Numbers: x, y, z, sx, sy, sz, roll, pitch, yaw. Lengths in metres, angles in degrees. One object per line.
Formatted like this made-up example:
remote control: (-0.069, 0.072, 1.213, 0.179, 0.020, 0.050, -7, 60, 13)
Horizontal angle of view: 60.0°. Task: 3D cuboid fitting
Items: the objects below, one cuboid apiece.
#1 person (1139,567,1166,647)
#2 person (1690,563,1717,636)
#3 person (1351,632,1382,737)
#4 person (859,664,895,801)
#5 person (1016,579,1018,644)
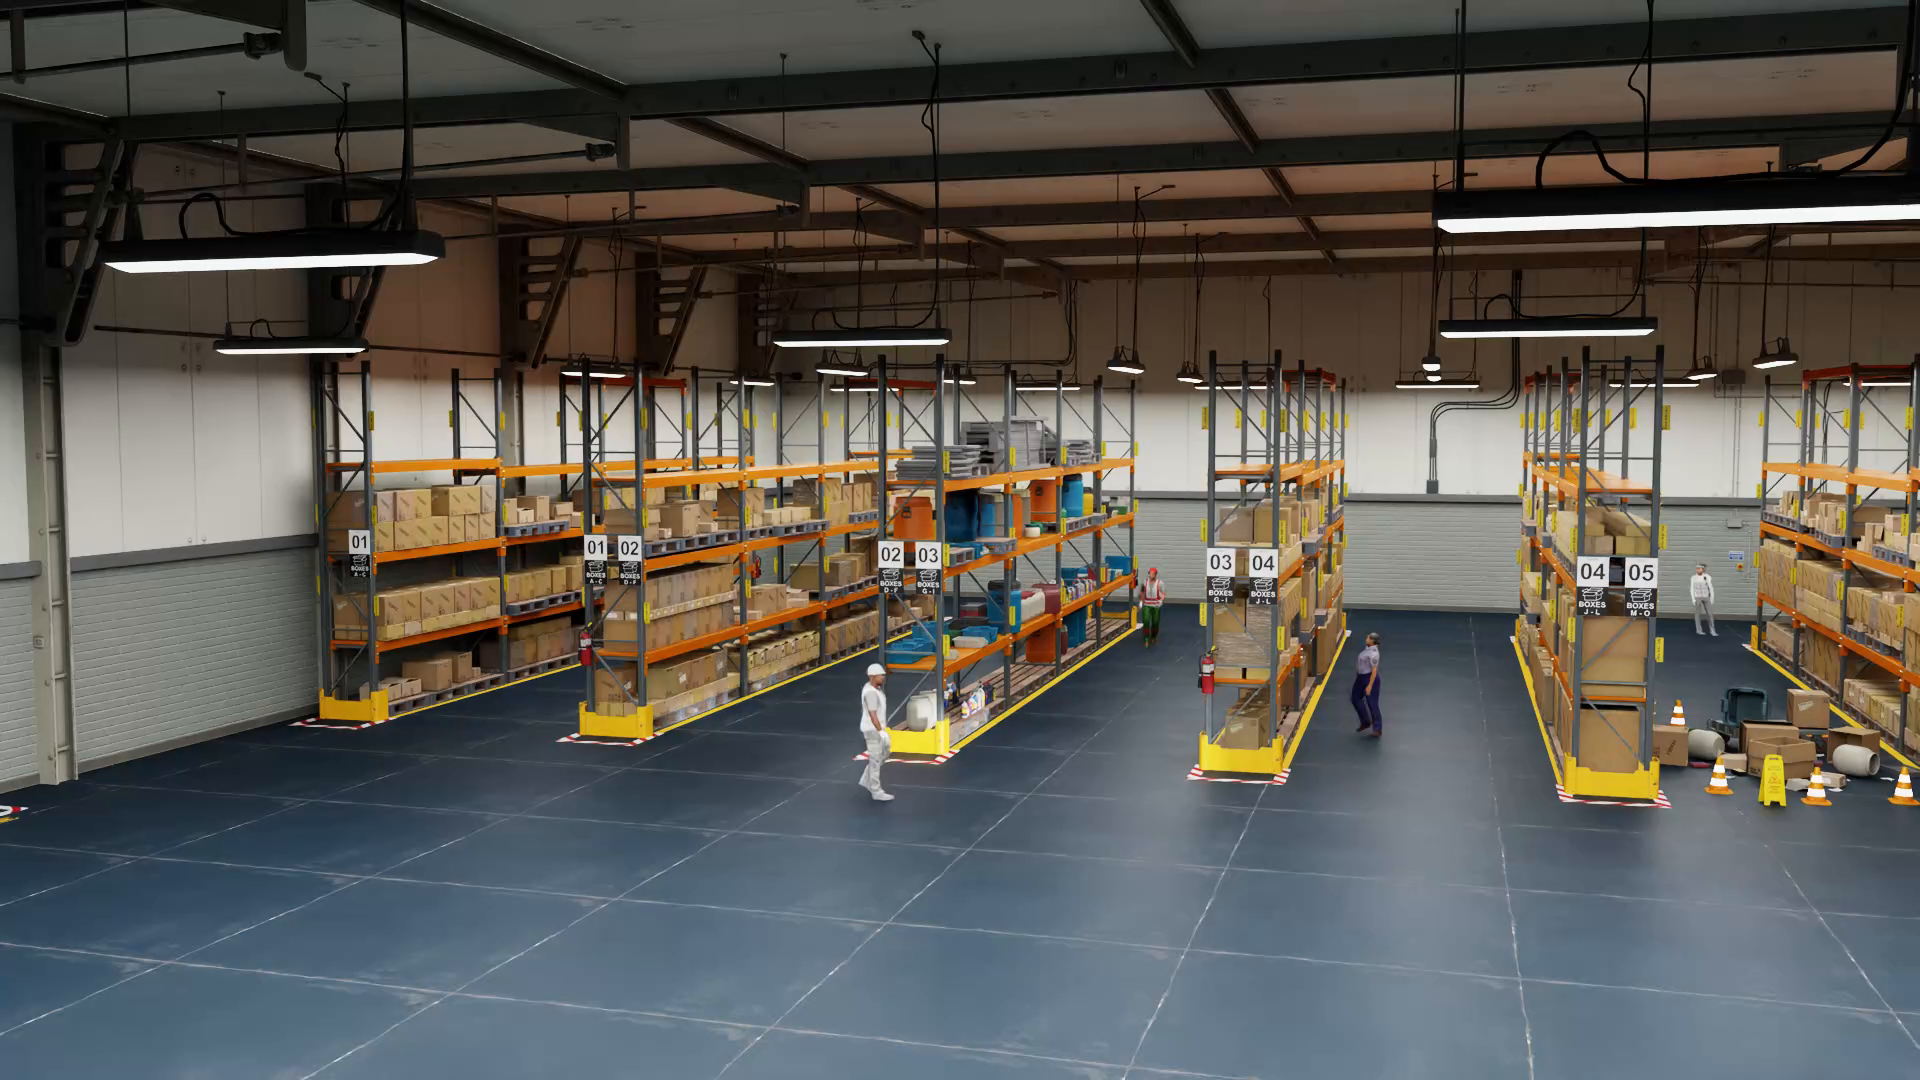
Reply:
person: (4.294, 1.509, 37.180, 0.624, 1.813, 0.877, 1, 4, 14)
person: (17.453, 1.378, 38.995, 0.595, 1.693, 0.408, 2, 4, 21)
person: (6.520, 2.304, 26.537, 0.349, 1.667, 0.637, -1, 4, -14)
person: (-1.108, 2.528, 22.078, 0.508, 1.786, 0.720, 0, 4, 2)
person: (1.129, 1.472, 37.086, 0.443, 1.765, 0.554, 0, 4, -7)
